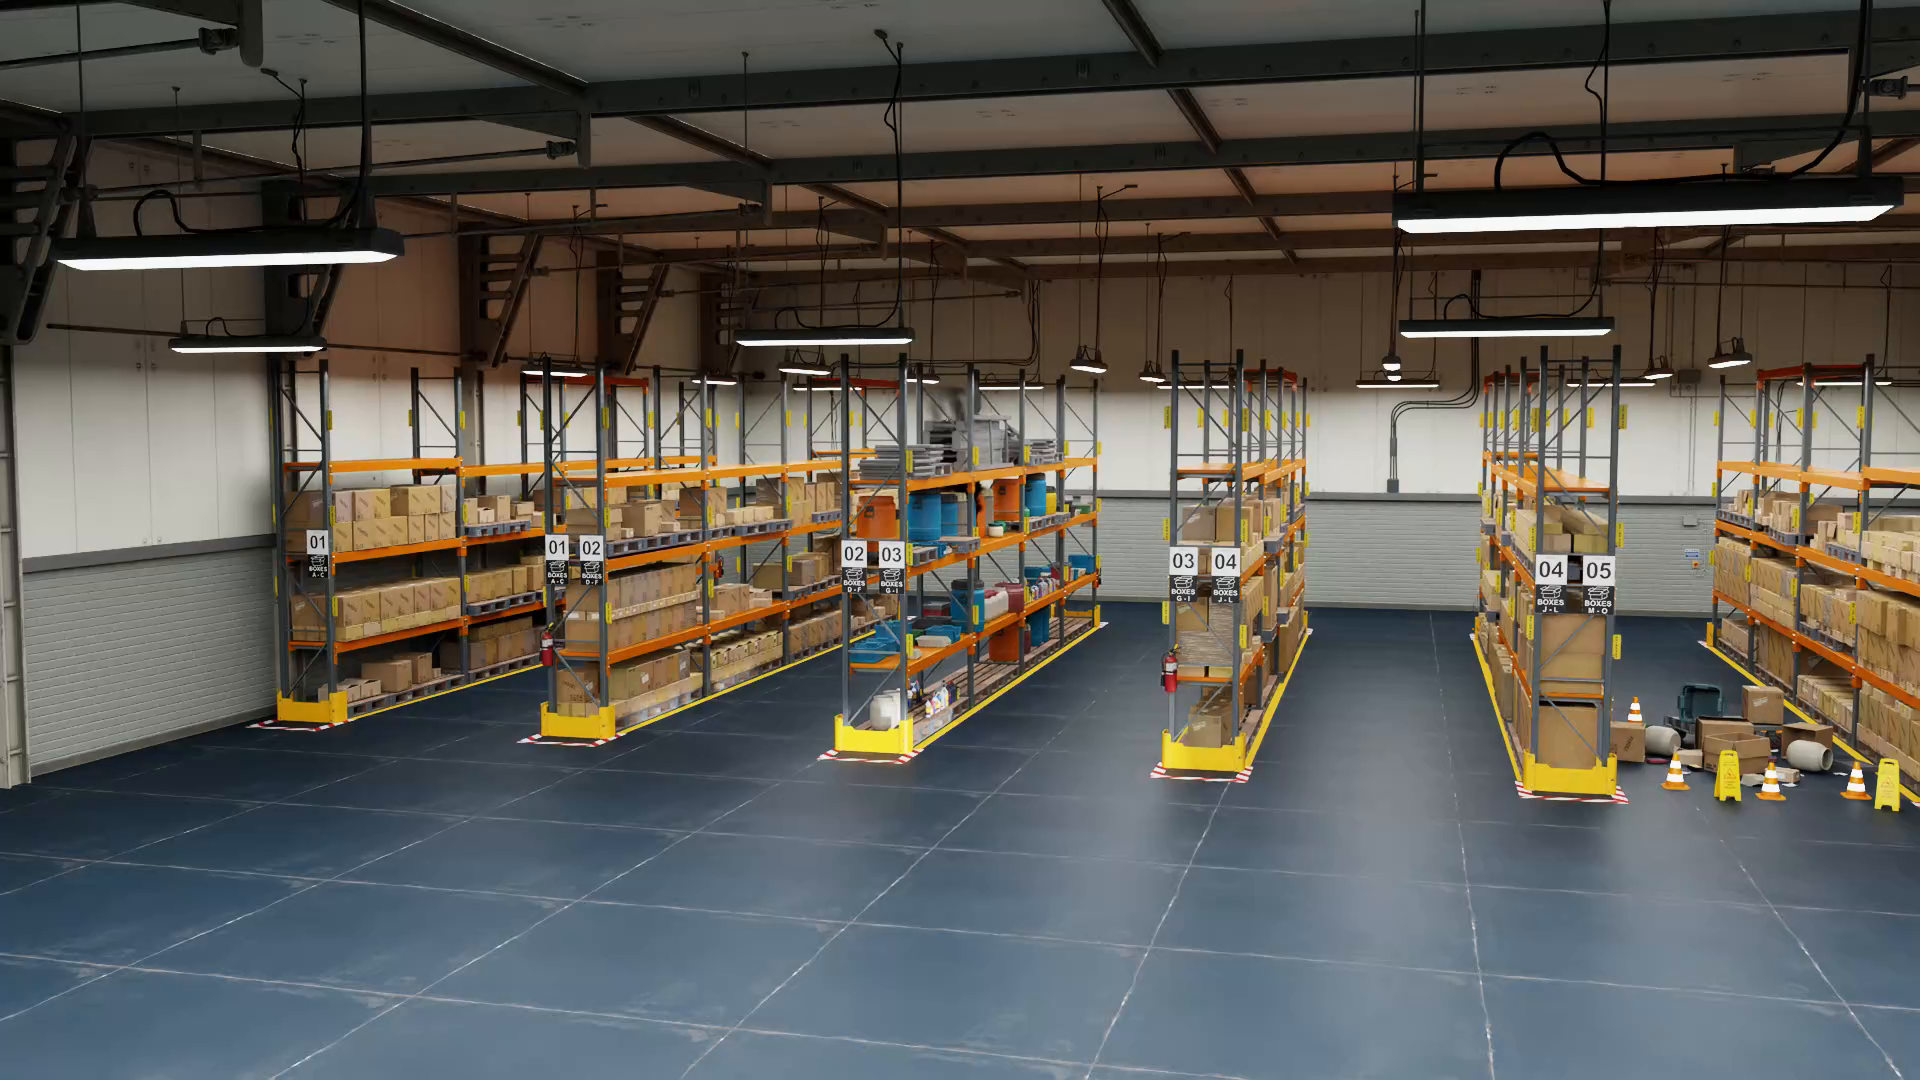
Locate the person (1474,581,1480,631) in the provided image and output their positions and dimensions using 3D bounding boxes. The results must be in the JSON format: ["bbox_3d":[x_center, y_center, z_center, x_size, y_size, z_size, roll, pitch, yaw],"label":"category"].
[{"bbox_3d":[12.548,1.354,39.374,0.771,1.808,0.655,0,4,-6],"label":"person"}]
